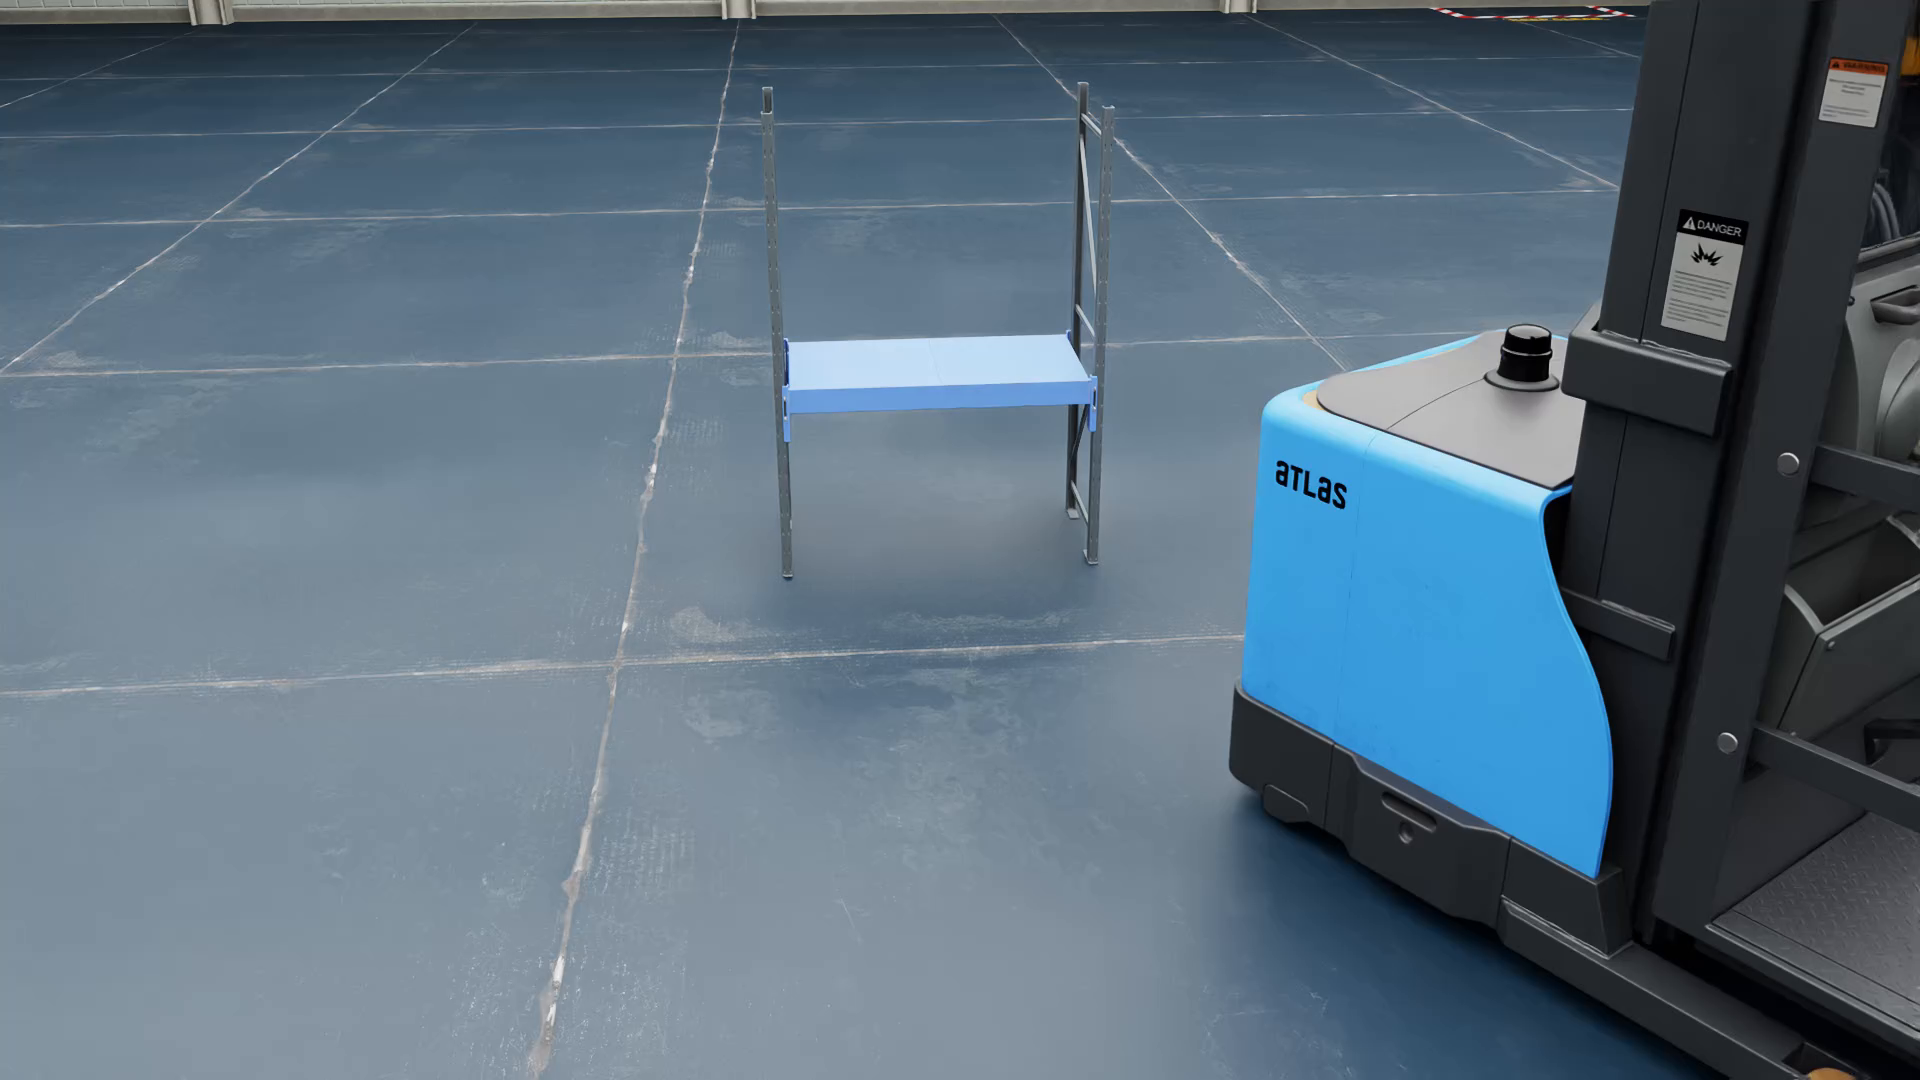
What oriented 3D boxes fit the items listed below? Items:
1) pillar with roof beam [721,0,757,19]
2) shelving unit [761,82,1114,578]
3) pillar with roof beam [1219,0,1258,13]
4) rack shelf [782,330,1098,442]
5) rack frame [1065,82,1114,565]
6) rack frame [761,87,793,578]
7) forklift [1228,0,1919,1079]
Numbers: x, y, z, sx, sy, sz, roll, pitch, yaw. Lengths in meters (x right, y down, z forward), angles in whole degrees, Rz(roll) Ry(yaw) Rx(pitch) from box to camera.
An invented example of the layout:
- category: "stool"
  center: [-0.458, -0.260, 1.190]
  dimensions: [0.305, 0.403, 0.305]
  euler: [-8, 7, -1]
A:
- category: "pillar with roof beam"
  center: [13.065, -5.624, 7.324]
  dimensions: [29.331, 9.000, 26.411]
  euler: [-2, 24, -5]
- category: "shelving unit"
  center: [-0.085, -0.682, 5.438]
  dimensions: [1.048, 1.500, 0.538]
  euler: [-2, 24, -5]
- category: "pillar with roof beam"
  center: [3.790, -8.785, 14.435]
  dimensions: [0.400, 9.000, 9.100]
  euler: [-2, 24, -5]
- category: "rack shelf"
  center: [-0.085, -0.518, 5.511]
  dimensions: [1.000, 0.185, 0.538]
  euler: [-2, 24, -5]
- category: "rack frame"
  center: [0.421, -0.702, 5.483]
  dimensions: [0.032, 1.500, 0.500]
  euler: [-2, 24, -5]
- category: "rack frame"
  center: [-0.591, -0.662, 5.392]
  dimensions: [0.032, 1.500, 0.500]
  euler: [-2, 24, -5]
- category: "forklift"
  center: [1.983, -0.338, 2.902]
  dimensions: [1.130, 2.935, 3.031]
  euler: [-17, 29, -34]
